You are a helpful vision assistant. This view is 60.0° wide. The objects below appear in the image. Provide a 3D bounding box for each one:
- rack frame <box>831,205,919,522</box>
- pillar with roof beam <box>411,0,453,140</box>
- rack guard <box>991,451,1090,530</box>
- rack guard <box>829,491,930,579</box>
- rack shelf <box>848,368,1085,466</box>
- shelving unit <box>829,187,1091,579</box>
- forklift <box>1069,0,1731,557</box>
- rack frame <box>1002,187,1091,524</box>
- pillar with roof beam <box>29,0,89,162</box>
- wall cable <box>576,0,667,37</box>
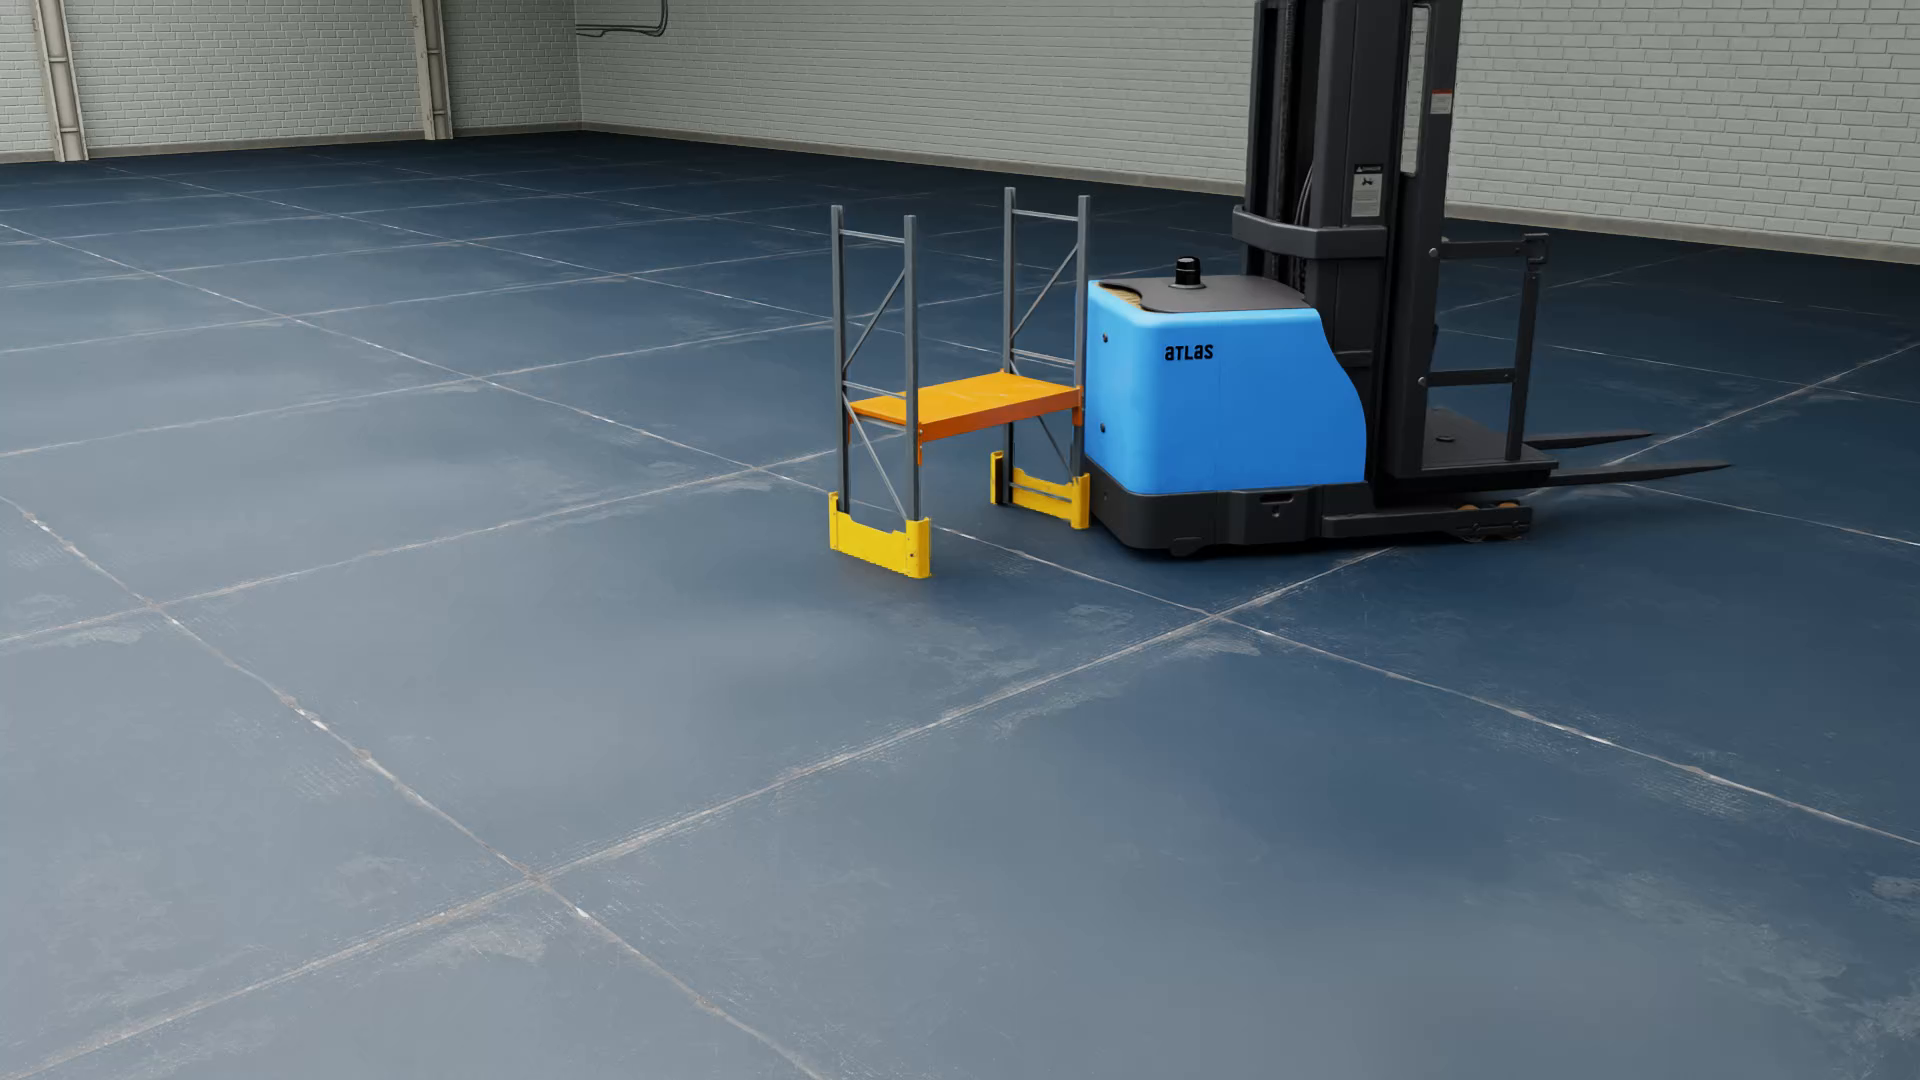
[{"bbox_3d":[-0.353,-0.621,6.968,0.032,1.500,0.500,-16,24,-41],"label":"rack frame"},{"bbox_3d":[-6.207,-10.372,24.883,0.400,9.000,9.100,-16,24,-41],"label":"pillar with roof beam"},{"bbox_3d":[0.372,-0.238,7.813,0.087,0.250,0.587,-16,24,-41],"label":"rack guard"},{"bbox_3d":[-0.352,-0.027,7.161,0.087,0.250,0.587,-16,24,-41],"label":"rack guard"},{"bbox_3d":[0.017,-0.558,7.356,1.000,0.185,0.538,-16,24,-41],"label":"rack shelf"},{"bbox_3d":[0.010,-0.727,7.294,1.083,1.500,0.587,-16,24,-41],"label":"shelving unit"},{"bbox_3d":[2.097,-1.537,7.473,3.031,2.935,1.130,-4,18,-12],"label":"forklift"},{"bbox_3d":[0.386,-0.836,7.633,0.032,1.500,0.500,-16,24,-41],"label":"rack frame"},{"bbox_3d":[-10.566,-9.100,20.962,0.400,9.000,9.100,-16,24,-41],"label":"pillar with roof beam"},{"bbox_3d":[-6.115,-10.187,29.349,0.112,2.526,3.097,-16,24,-41],"label":"wall cable"}]
